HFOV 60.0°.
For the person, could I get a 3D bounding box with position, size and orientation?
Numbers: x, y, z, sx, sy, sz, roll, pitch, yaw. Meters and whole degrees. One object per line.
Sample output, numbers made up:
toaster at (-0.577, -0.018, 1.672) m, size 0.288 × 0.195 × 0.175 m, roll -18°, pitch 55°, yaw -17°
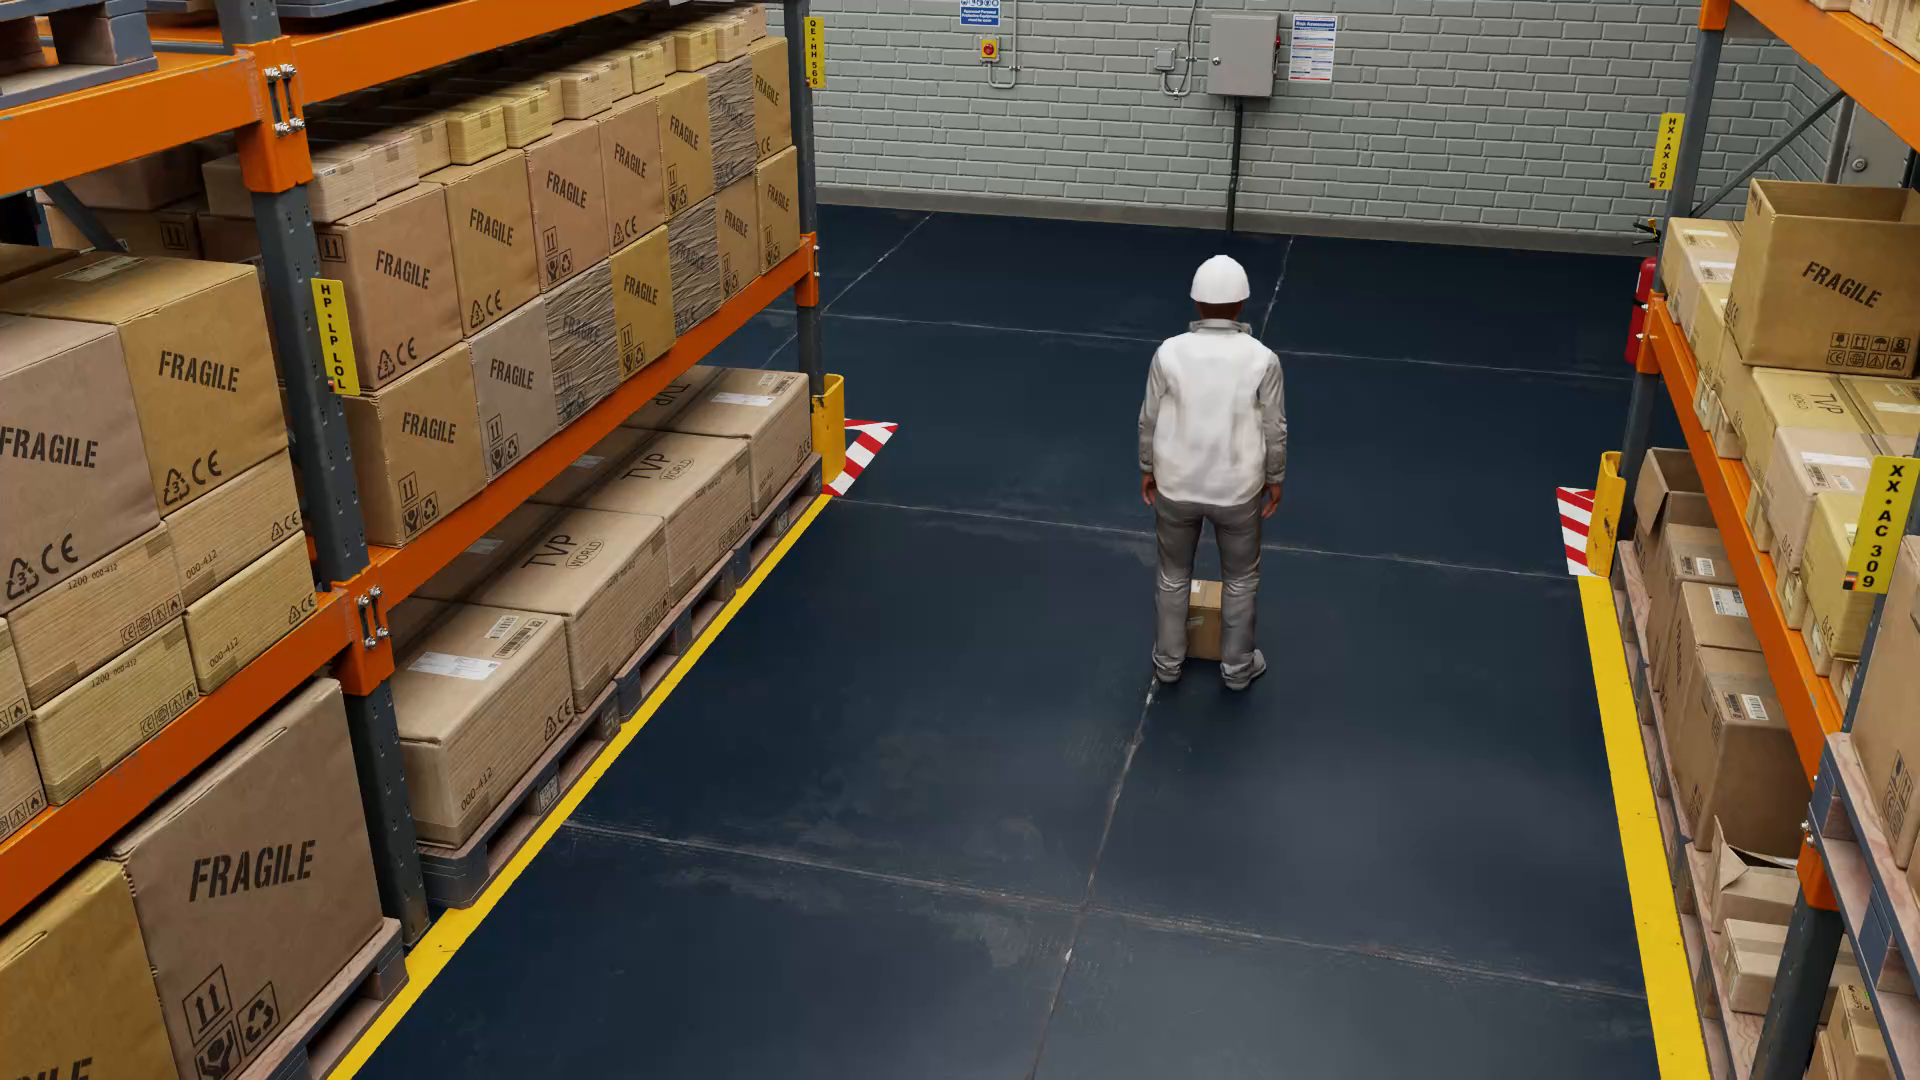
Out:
person at (0.991, -0.241, 6.590) m, size 0.580 × 1.772 × 0.461 m, roll 6°, pitch 26°, yaw 13°
